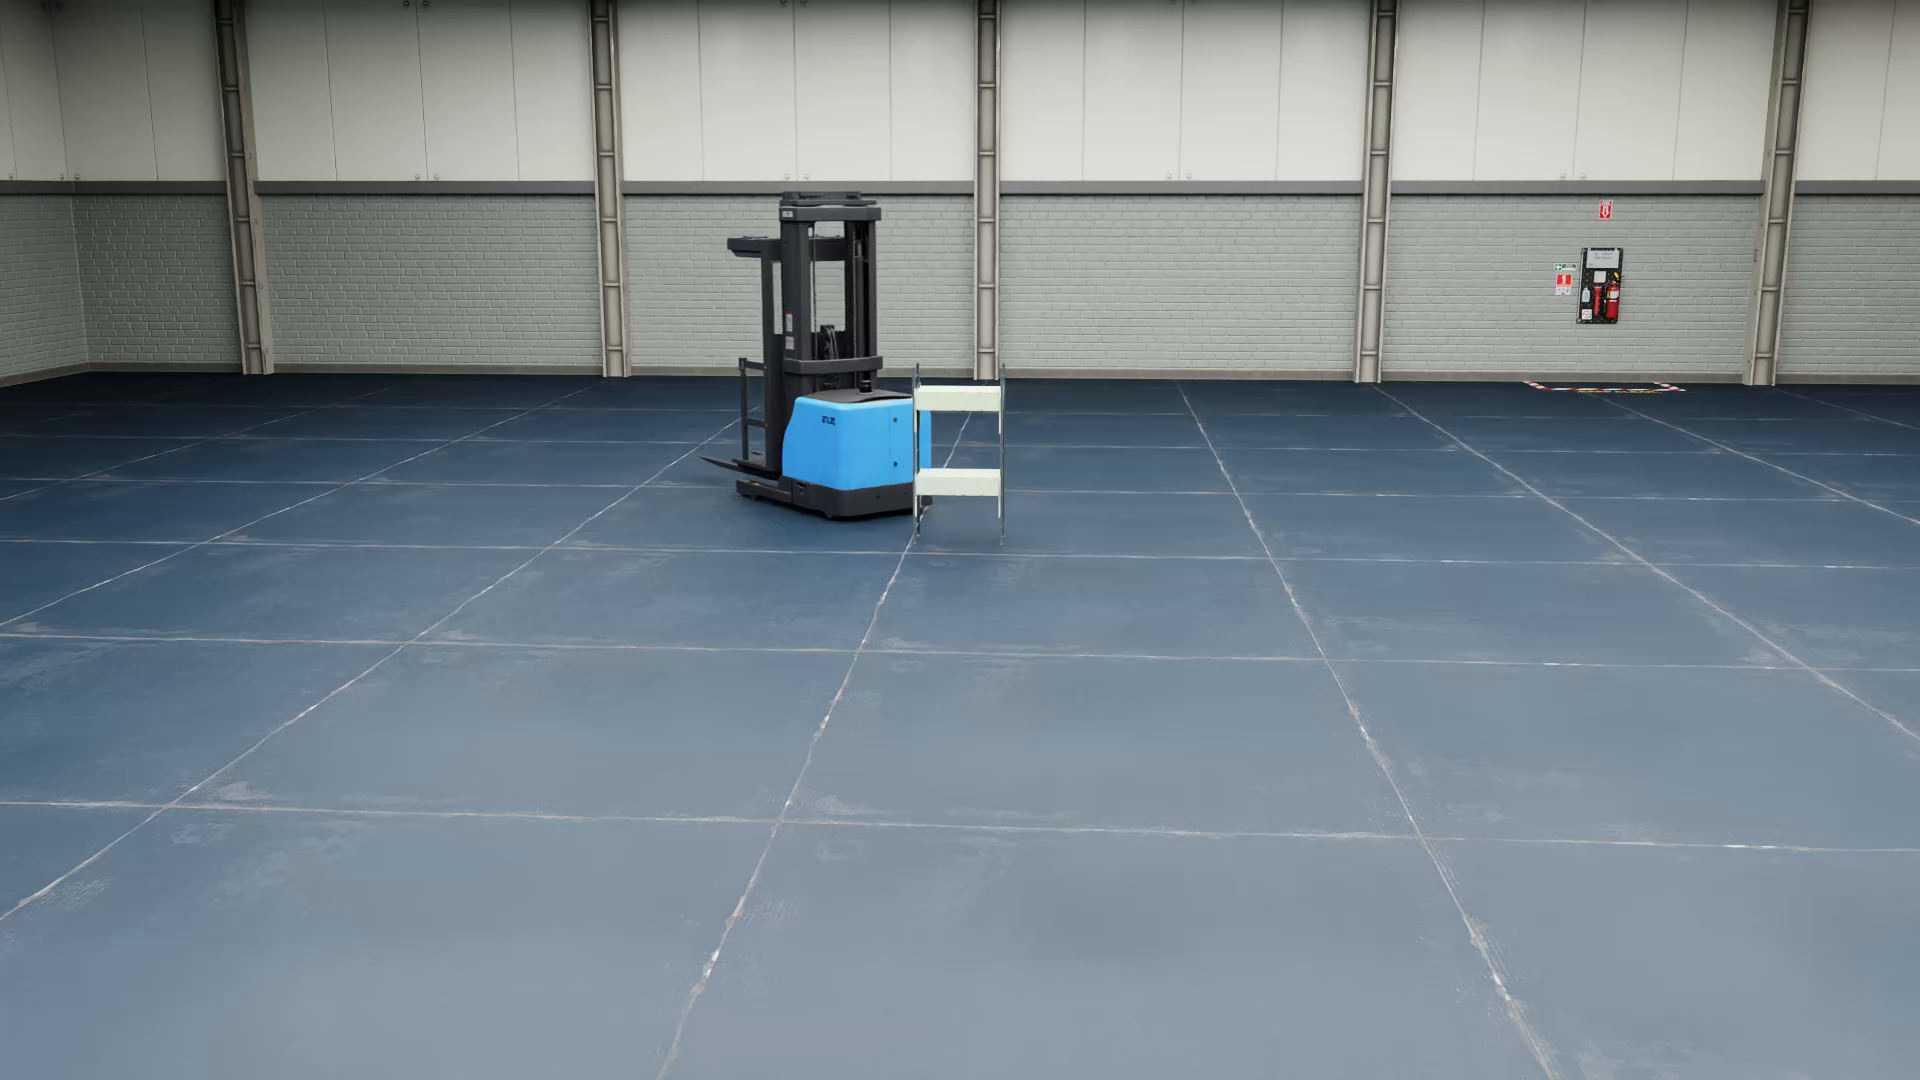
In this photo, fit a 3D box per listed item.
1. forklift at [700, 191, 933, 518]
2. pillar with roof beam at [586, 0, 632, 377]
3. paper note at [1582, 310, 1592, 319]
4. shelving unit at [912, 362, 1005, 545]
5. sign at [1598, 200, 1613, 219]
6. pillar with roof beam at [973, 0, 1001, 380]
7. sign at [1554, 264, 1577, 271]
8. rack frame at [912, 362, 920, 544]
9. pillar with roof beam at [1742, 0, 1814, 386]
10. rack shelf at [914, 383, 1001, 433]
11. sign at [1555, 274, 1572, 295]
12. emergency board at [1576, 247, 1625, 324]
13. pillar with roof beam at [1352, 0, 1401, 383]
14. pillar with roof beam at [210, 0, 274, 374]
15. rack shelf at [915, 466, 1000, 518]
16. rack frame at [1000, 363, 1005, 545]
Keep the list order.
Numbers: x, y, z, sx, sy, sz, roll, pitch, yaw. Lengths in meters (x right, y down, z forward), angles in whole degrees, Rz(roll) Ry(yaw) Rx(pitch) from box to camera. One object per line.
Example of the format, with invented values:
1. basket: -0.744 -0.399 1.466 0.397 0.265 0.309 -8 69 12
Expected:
1. forklift: -1.539 -1.880 16.096 1.130 2.935 3.031 -9 15 -36
2. pillar with roof beam: -5.851 -6.190 21.882 0.400 9.000 9.100 1 12 4
3. paper note: 9.761 -3.514 25.892 0.142 0.148 0.016 1 12 4
4. shelving unit: -0.007 -0.734 14.115 0.755 1.500 0.431 1 12 4
5. sign: 9.932 -5.084 25.583 0.199 0.298 0.001 1 12 4
6. pillar with roof beam: 0.136 -6.108 21.490 0.400 9.000 9.100 1 12 4
7. sign: 9.392 -4.232 25.792 0.331 0.109 0.001 1 12 4
8. rack frame: -0.372 -0.739 14.139 0.023 1.500 0.400 1 12 4
9. pillar with roof beam: 12.109 -5.944 20.705 0.400 9.000 9.100 1 12 4
10. rack shelf: -0.007 -1.116 14.035 0.720 0.370 0.431 1 12 4
11. sign: 9.388 -3.975 25.856 0.234 0.329 0.001 1 12 4
12. emergency board: 9.933 -3.928 25.722 0.643 1.169 0.194 1 12 4
13. pillar with roof beam: 6.122 -6.026 21.097 0.400 9.000 9.100 1 12 4
14. pillar with roof beam: -11.838 -6.272 22.275 0.400 9.000 9.100 1 12 4
15. rack shelf: -0.007 -0.415 14.182 0.720 0.370 0.431 1 12 4
16. rack frame: 0.359 -0.729 14.091 0.023 1.500 0.400 1 12 4
